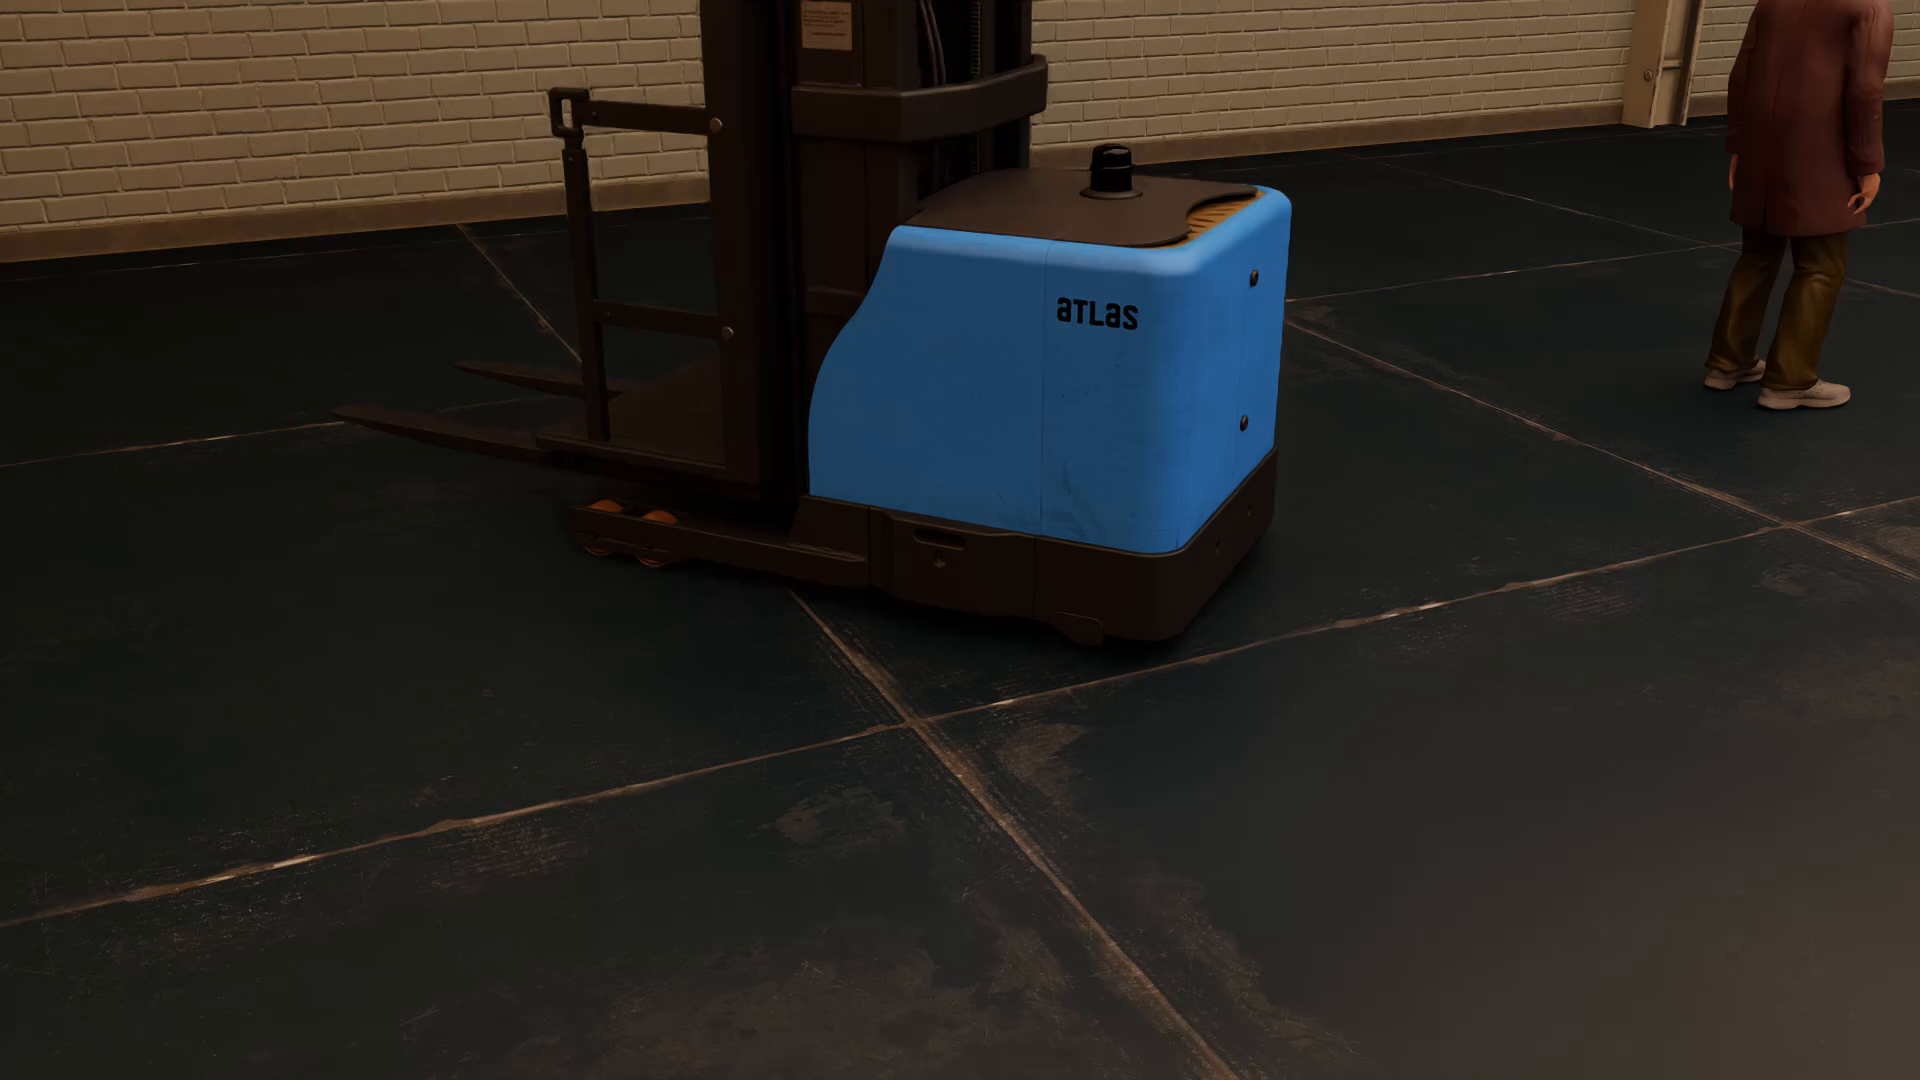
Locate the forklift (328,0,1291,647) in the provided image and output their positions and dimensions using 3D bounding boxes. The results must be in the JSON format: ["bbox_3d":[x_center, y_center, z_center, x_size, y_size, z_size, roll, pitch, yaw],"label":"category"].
[{"bbox_3d":[-0.605,-1.443,4.759,3.031,2.935,1.130,10,25,23],"label":"forklift"}]

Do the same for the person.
[{"bbox_3d":[3.114,-1.393,6.151,0.437,1.774,0.644,-10,25,-24],"label":"person"}]
